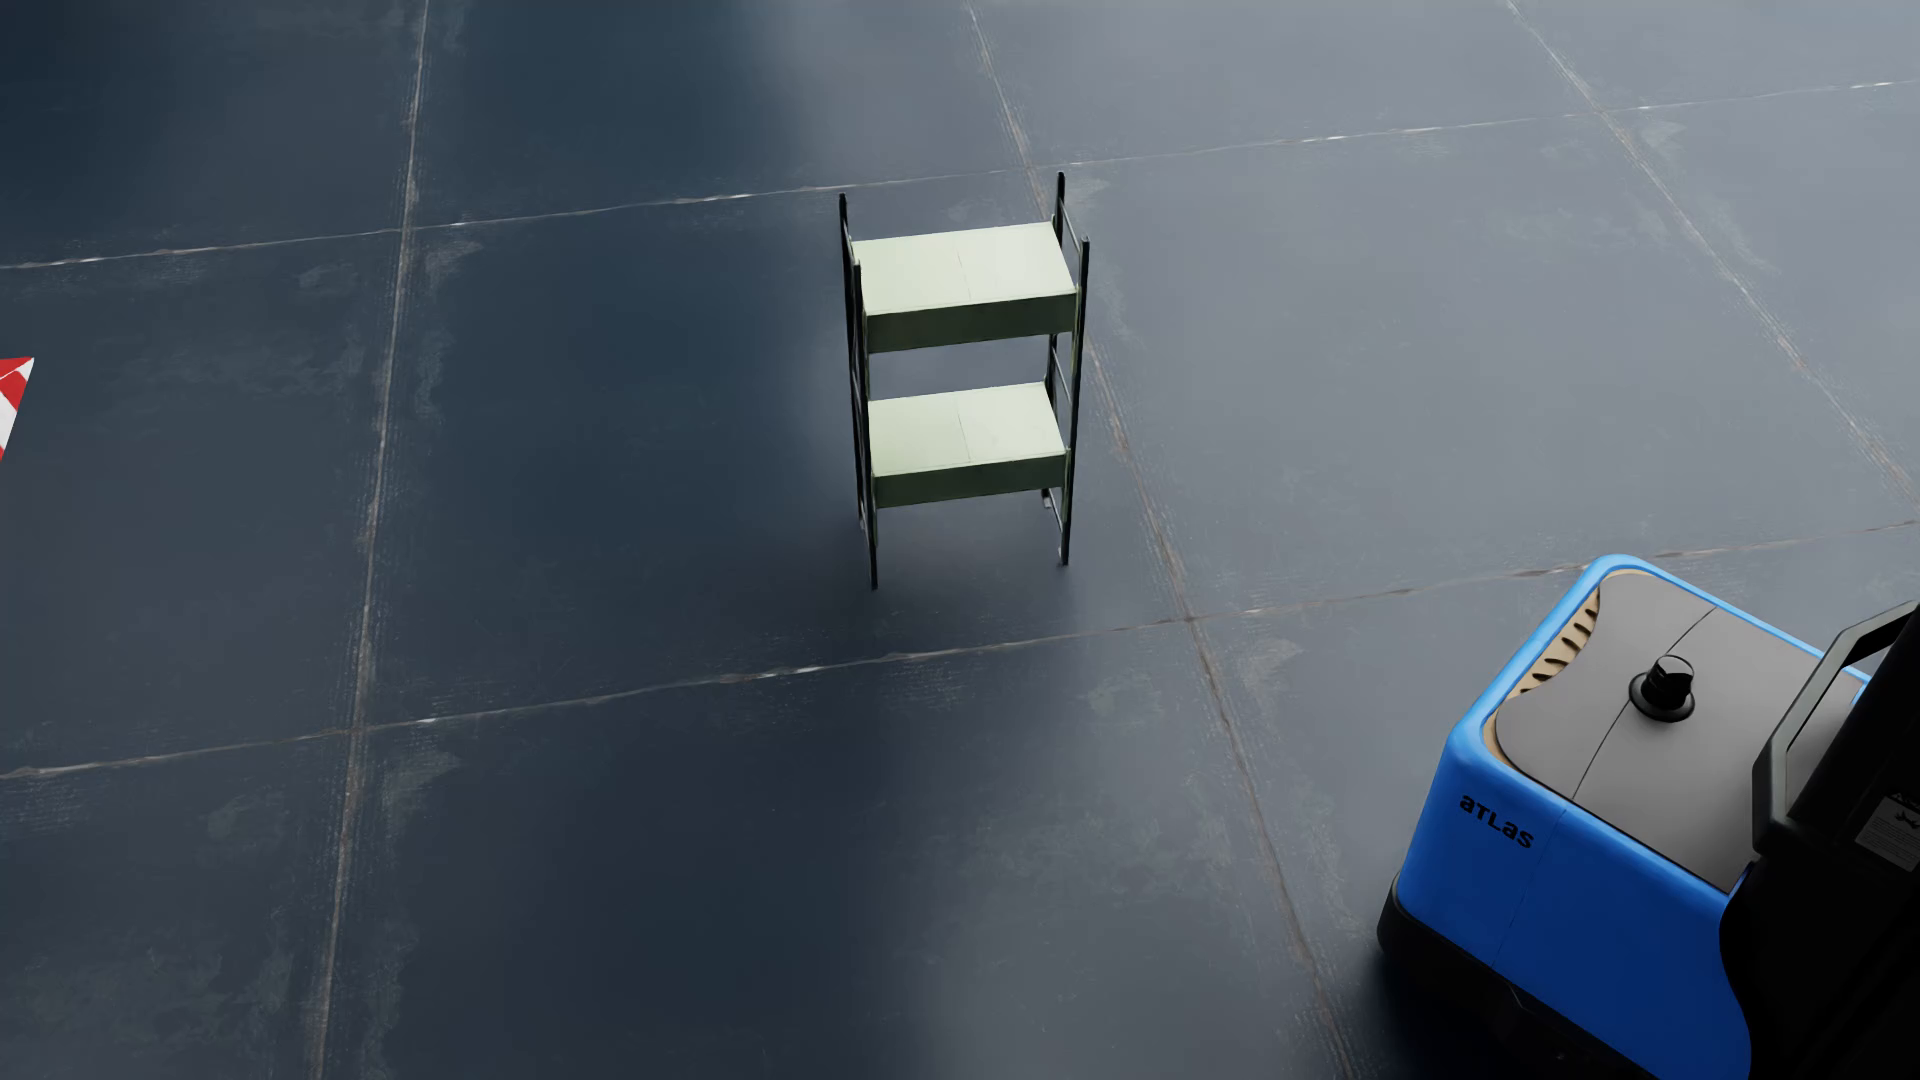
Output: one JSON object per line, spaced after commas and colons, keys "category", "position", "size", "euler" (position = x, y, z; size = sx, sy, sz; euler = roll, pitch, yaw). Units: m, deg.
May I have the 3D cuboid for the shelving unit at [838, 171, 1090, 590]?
{"category": "shelving unit", "position": [0.007, -0.521, 5.895], "size": [0.755, 1.500, 0.431], "euler": [-7, 46, -7]}

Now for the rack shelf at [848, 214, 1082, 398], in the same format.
{"category": "rack shelf", "position": [0.007, -0.792, 5.614], "size": [0.720, 0.370, 0.431], "euler": [-7, 46, -7]}

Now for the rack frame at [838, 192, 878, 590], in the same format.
{"category": "rack frame", "position": [-0.354, -0.476, 5.851], "size": [0.023, 1.500, 0.400], "euler": [-7, 46, -7]}

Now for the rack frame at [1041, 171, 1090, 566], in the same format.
{"category": "rack frame", "position": [0.367, -0.566, 5.938], "size": [0.023, 1.500, 0.400], "euler": [-7, 46, -7]}

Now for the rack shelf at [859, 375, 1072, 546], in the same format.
{"category": "rack shelf", "position": [0.007, -0.295, 6.129], "size": [0.720, 0.370, 0.431], "euler": [-7, 46, -7]}

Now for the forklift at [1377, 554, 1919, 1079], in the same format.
{"category": "forklift", "position": [2.734, 0.703, 3.721], "size": [3.031, 2.935, 1.130], "euler": [32, 54, 27]}
